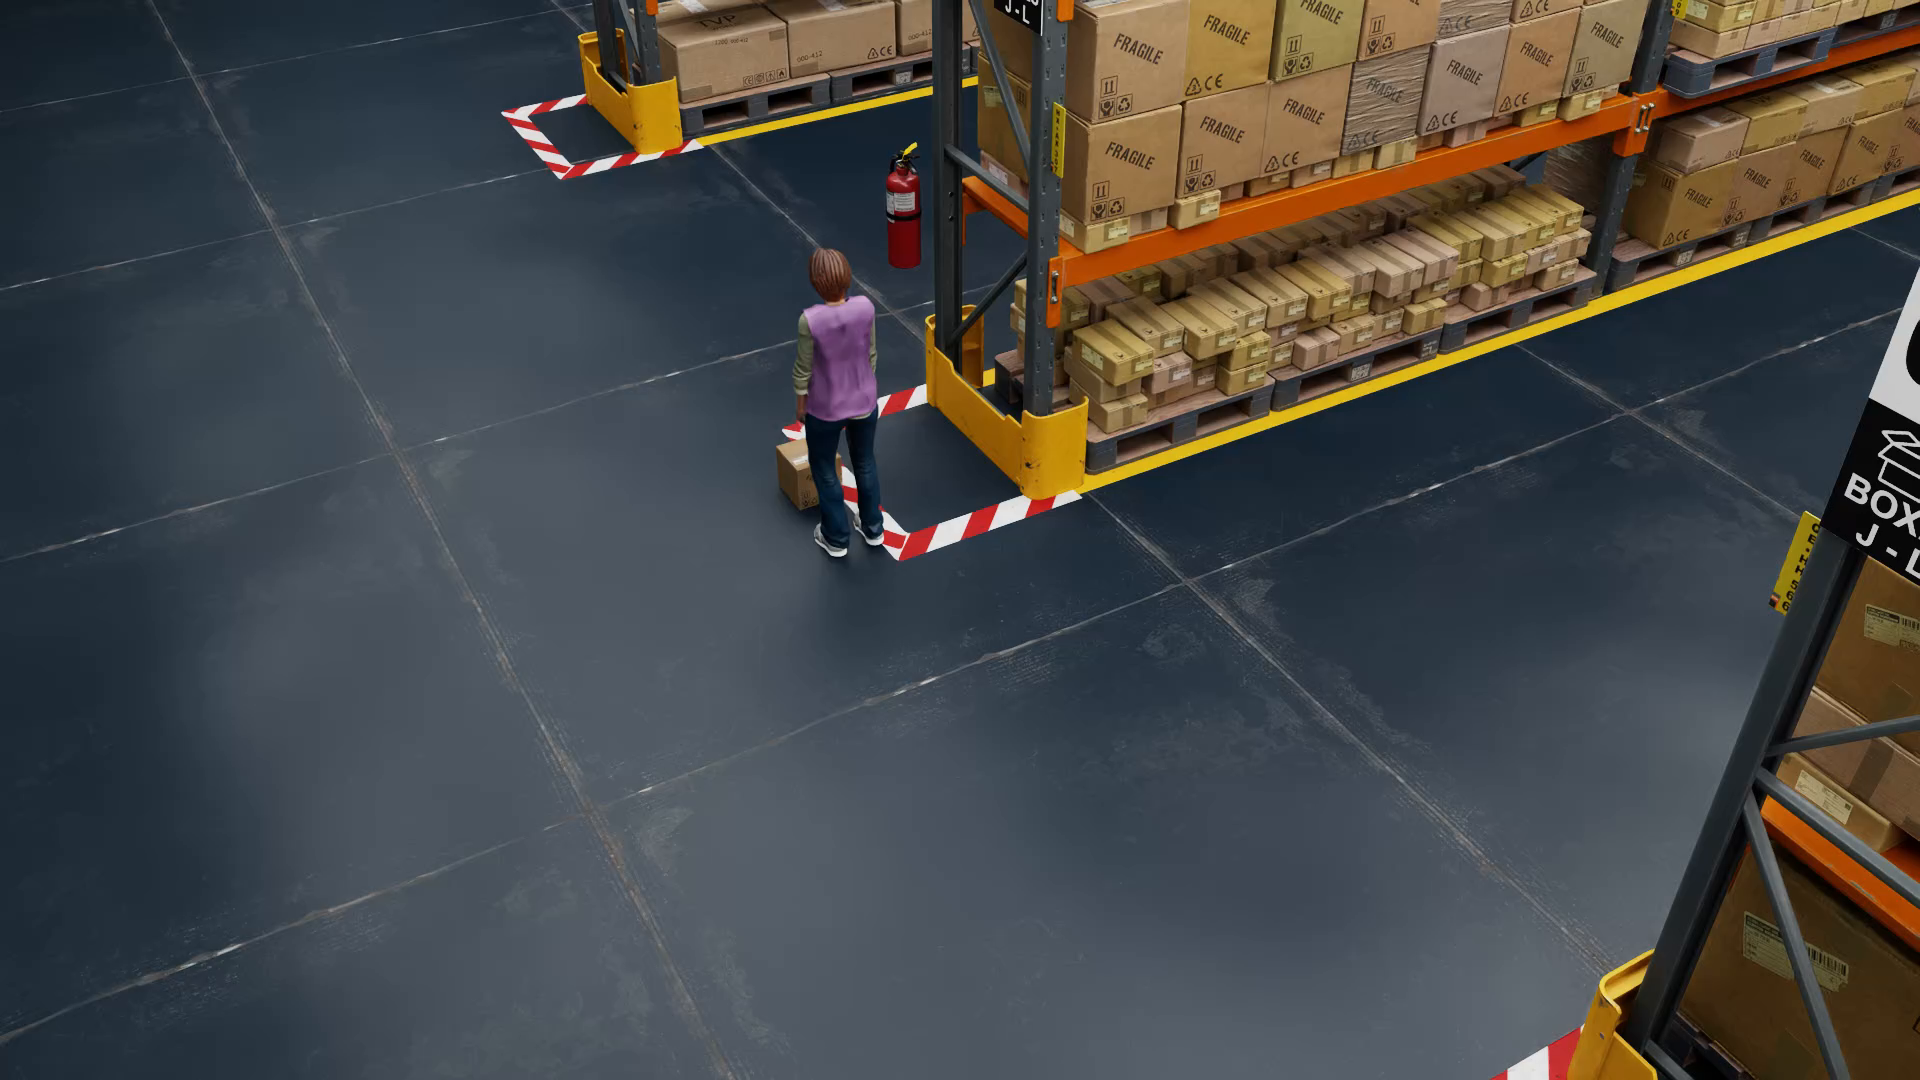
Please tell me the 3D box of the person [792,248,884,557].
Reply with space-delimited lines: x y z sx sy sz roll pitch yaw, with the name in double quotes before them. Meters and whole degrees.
"person" -0.572 -0.613 7.761 0.409 1.577 0.304 -16 40 -20
